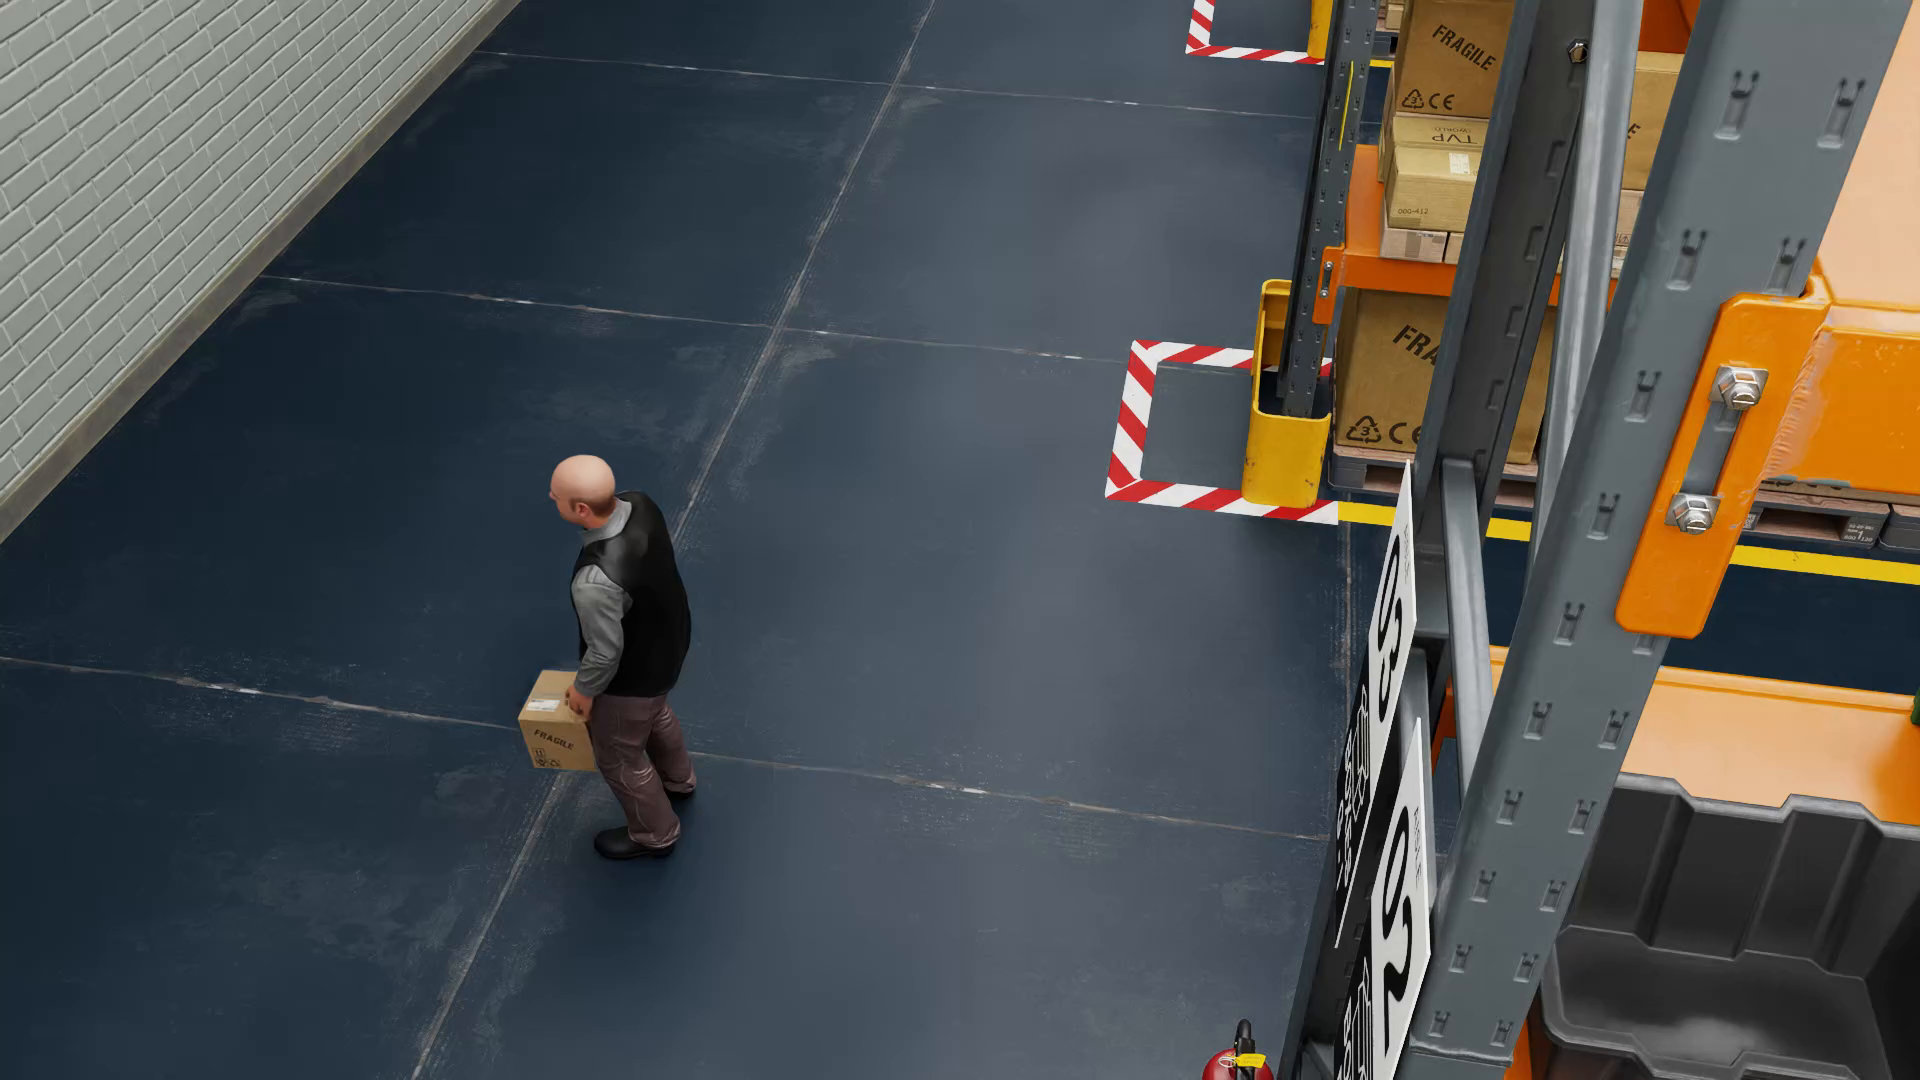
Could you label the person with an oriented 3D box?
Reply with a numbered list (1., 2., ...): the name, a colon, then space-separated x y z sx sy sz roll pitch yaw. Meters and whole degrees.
1. person: -1.124 0.411 5.689 0.423 1.722 0.569 5 41 6
